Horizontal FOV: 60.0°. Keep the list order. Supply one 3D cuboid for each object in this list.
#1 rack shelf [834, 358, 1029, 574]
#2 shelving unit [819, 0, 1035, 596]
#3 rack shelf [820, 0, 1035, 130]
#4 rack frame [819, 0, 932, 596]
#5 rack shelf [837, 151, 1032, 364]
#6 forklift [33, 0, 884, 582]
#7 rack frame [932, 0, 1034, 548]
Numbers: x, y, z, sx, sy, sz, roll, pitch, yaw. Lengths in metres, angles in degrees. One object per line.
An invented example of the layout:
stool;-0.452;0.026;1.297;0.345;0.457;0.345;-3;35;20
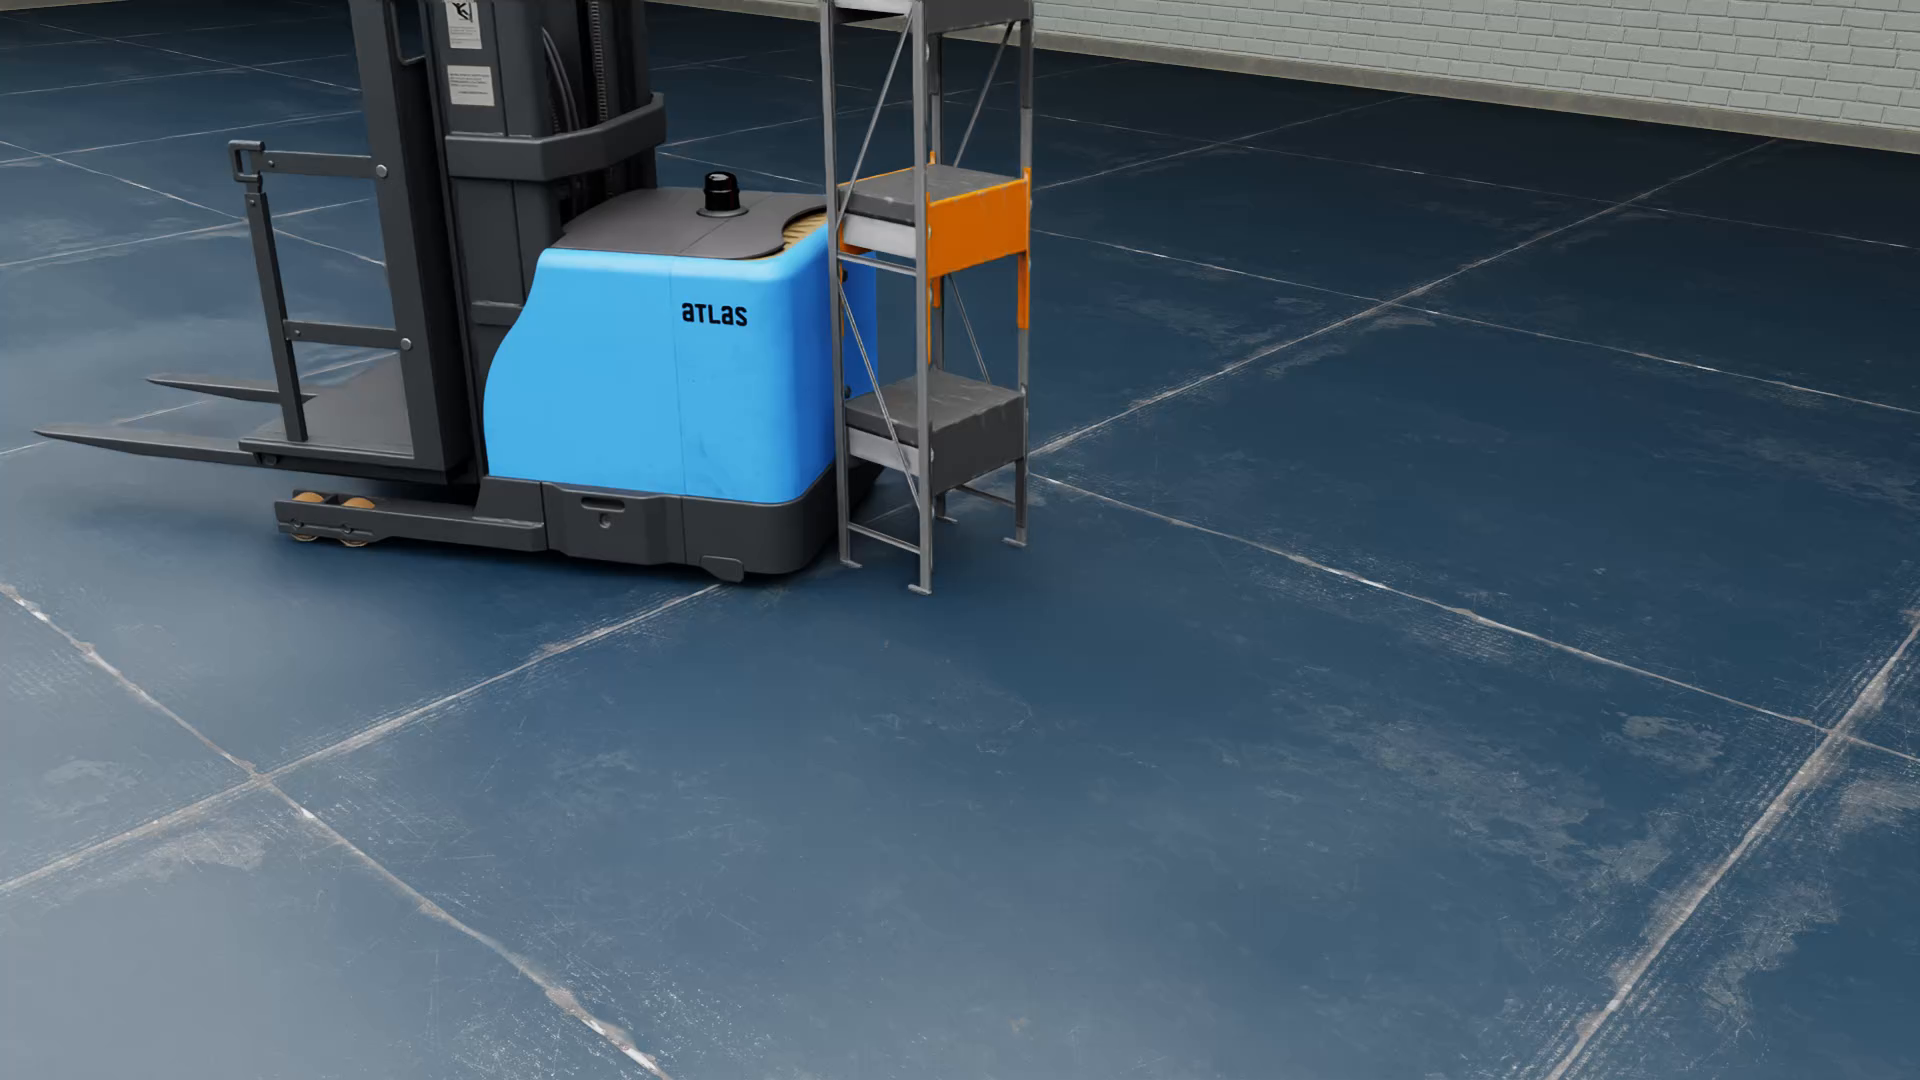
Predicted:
rack shelf;-0.089;-0.258;5.499;0.431;0.518;0.480;19;31;37
shelving unit;-0.092;-0.909;5.207;0.431;2.100;0.503;19;31;37
rack shelf;-0.094;-1.535;4.926;0.431;0.518;0.480;19;31;37
rack frame;-0.251;-0.832;5.039;0.400;2.100;0.015;19;31;37
rack shelf;-0.092;-0.896;5.213;0.431;0.518;0.480;19;31;37
forklift;-1.856;-1.514;5.543;3.031;2.935;1.130;6;25;13
rack frame;0.067;-0.985;5.376;0.400;2.100;0.015;19;31;37
